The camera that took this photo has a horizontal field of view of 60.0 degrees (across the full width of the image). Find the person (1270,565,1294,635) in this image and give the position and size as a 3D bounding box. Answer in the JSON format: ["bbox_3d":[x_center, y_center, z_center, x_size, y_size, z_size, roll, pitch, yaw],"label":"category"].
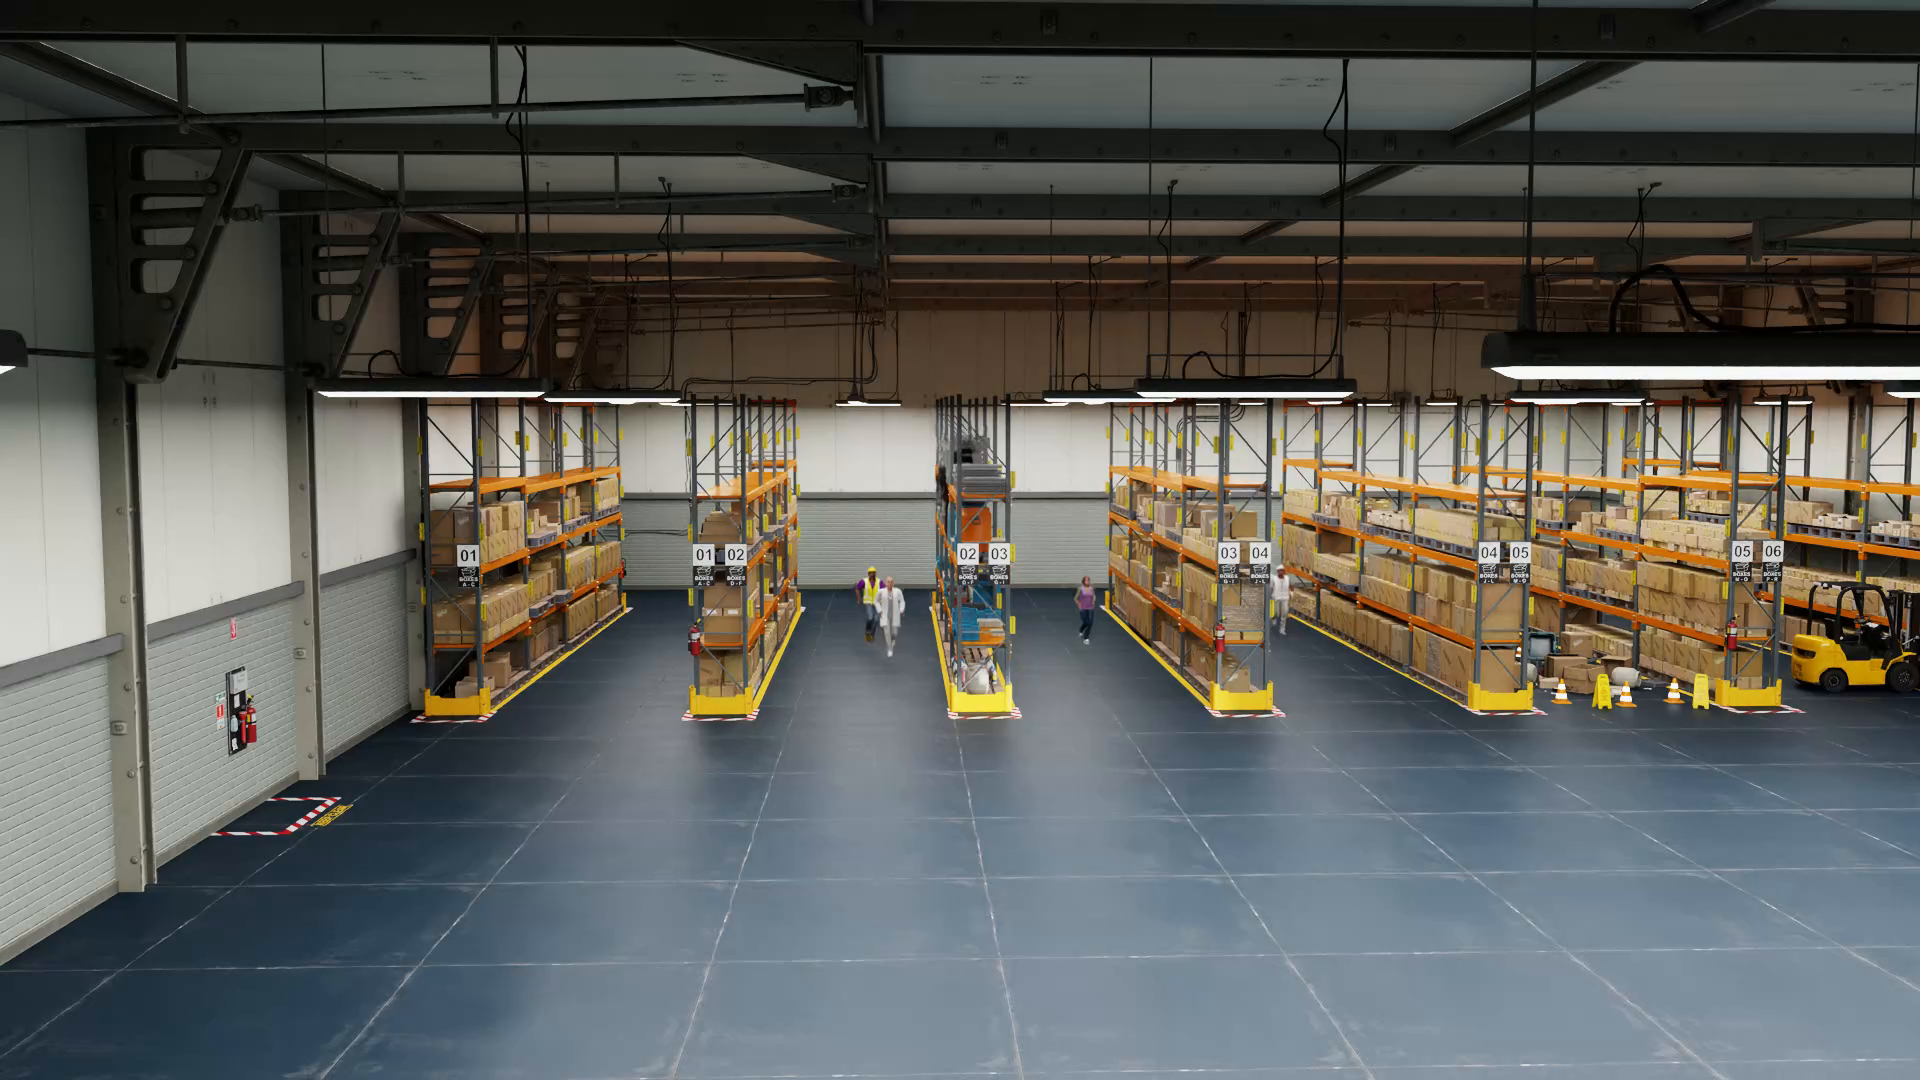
[{"bbox_3d":[8.221,1.514,42.572,0.695,1.750,0.814,0,4,-2],"label":"person"}]

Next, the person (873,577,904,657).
[{"bbox_3d":[-1.574,1.678,36.824,0.694,1.745,0.693,-1,5,-8],"label":"person"}]

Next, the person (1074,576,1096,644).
[{"bbox_3d":[2.929,1.622,38.643,0.536,1.573,0.492,-1,5,-15],"label":"person"}]

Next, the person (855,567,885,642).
[{"bbox_3d":[-2.054,1.511,38.844,0.683,1.773,0.634,-1,5,-16],"label":"person"}]

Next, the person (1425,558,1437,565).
[{"bbox_3d":[13.898,1.046,49.257,0.593,1.616,0.602,0,4,2],"label":"person"}]
